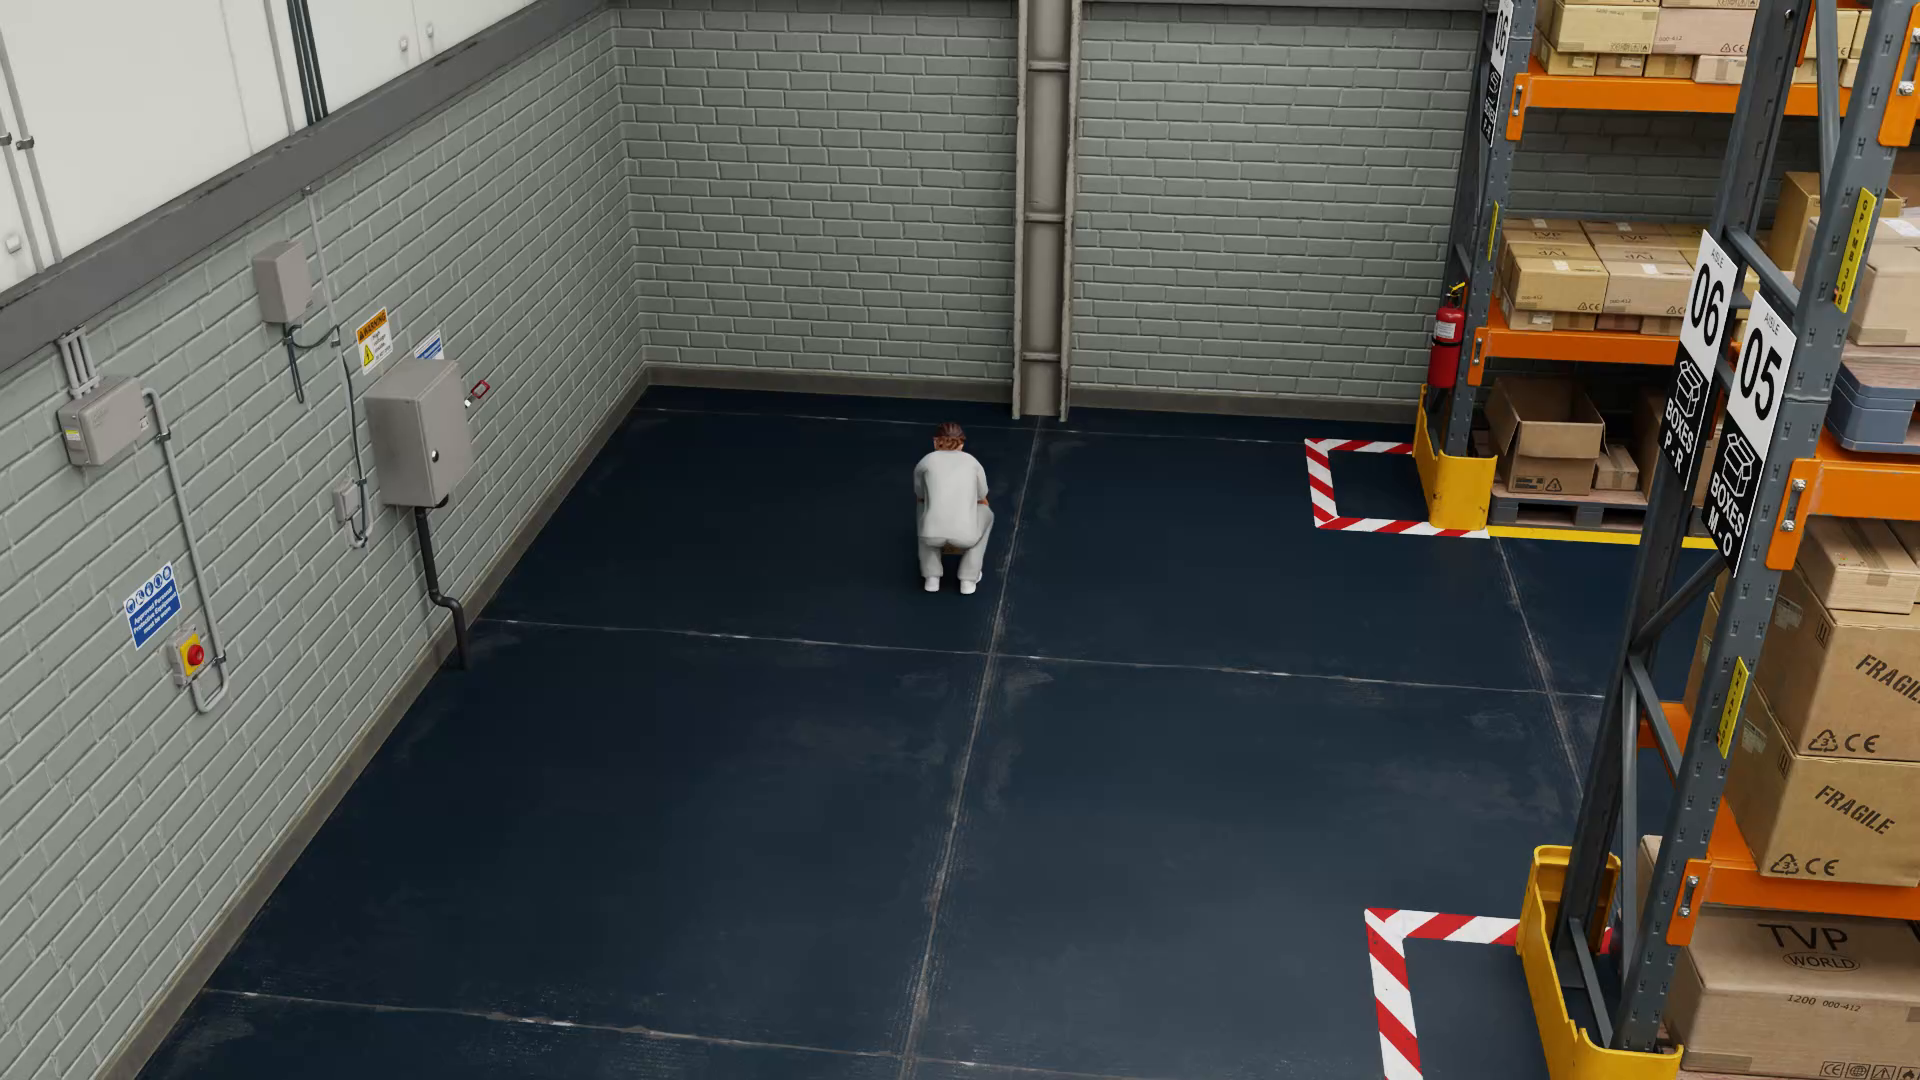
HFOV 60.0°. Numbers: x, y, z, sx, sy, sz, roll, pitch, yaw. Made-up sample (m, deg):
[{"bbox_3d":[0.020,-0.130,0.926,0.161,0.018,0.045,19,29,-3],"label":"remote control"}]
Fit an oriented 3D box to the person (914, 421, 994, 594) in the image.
[{"bbox_3d":[-0.053,-0.180,9.830,0.484,0.847,0.801,3,29,6],"label":"person"}]
